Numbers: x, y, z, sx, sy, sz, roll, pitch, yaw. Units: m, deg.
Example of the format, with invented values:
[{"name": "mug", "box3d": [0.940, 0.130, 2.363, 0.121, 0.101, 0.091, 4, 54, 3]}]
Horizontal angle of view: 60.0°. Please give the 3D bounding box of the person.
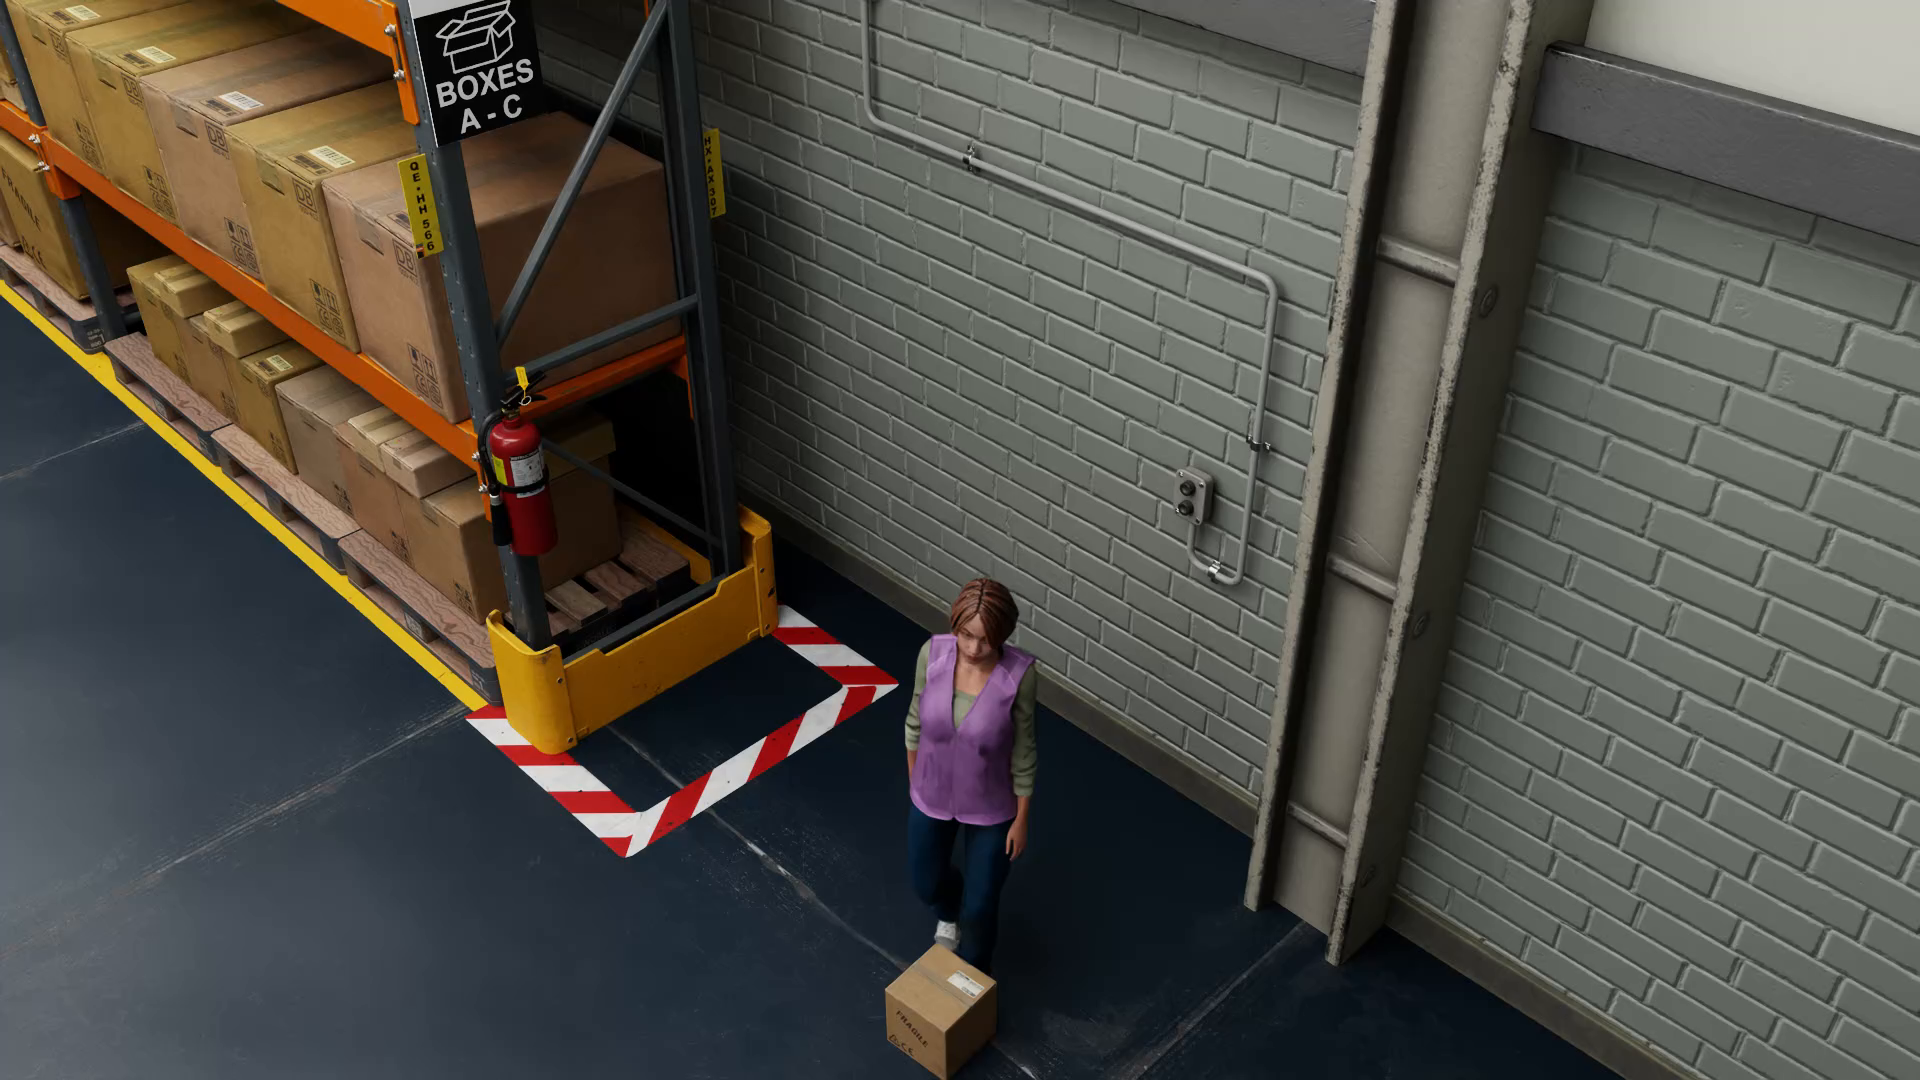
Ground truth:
[{"name": "person", "box3d": [0.014, 0.837, 5.065, 0.421, 1.629, 0.567, 10, 37, 14]}]
